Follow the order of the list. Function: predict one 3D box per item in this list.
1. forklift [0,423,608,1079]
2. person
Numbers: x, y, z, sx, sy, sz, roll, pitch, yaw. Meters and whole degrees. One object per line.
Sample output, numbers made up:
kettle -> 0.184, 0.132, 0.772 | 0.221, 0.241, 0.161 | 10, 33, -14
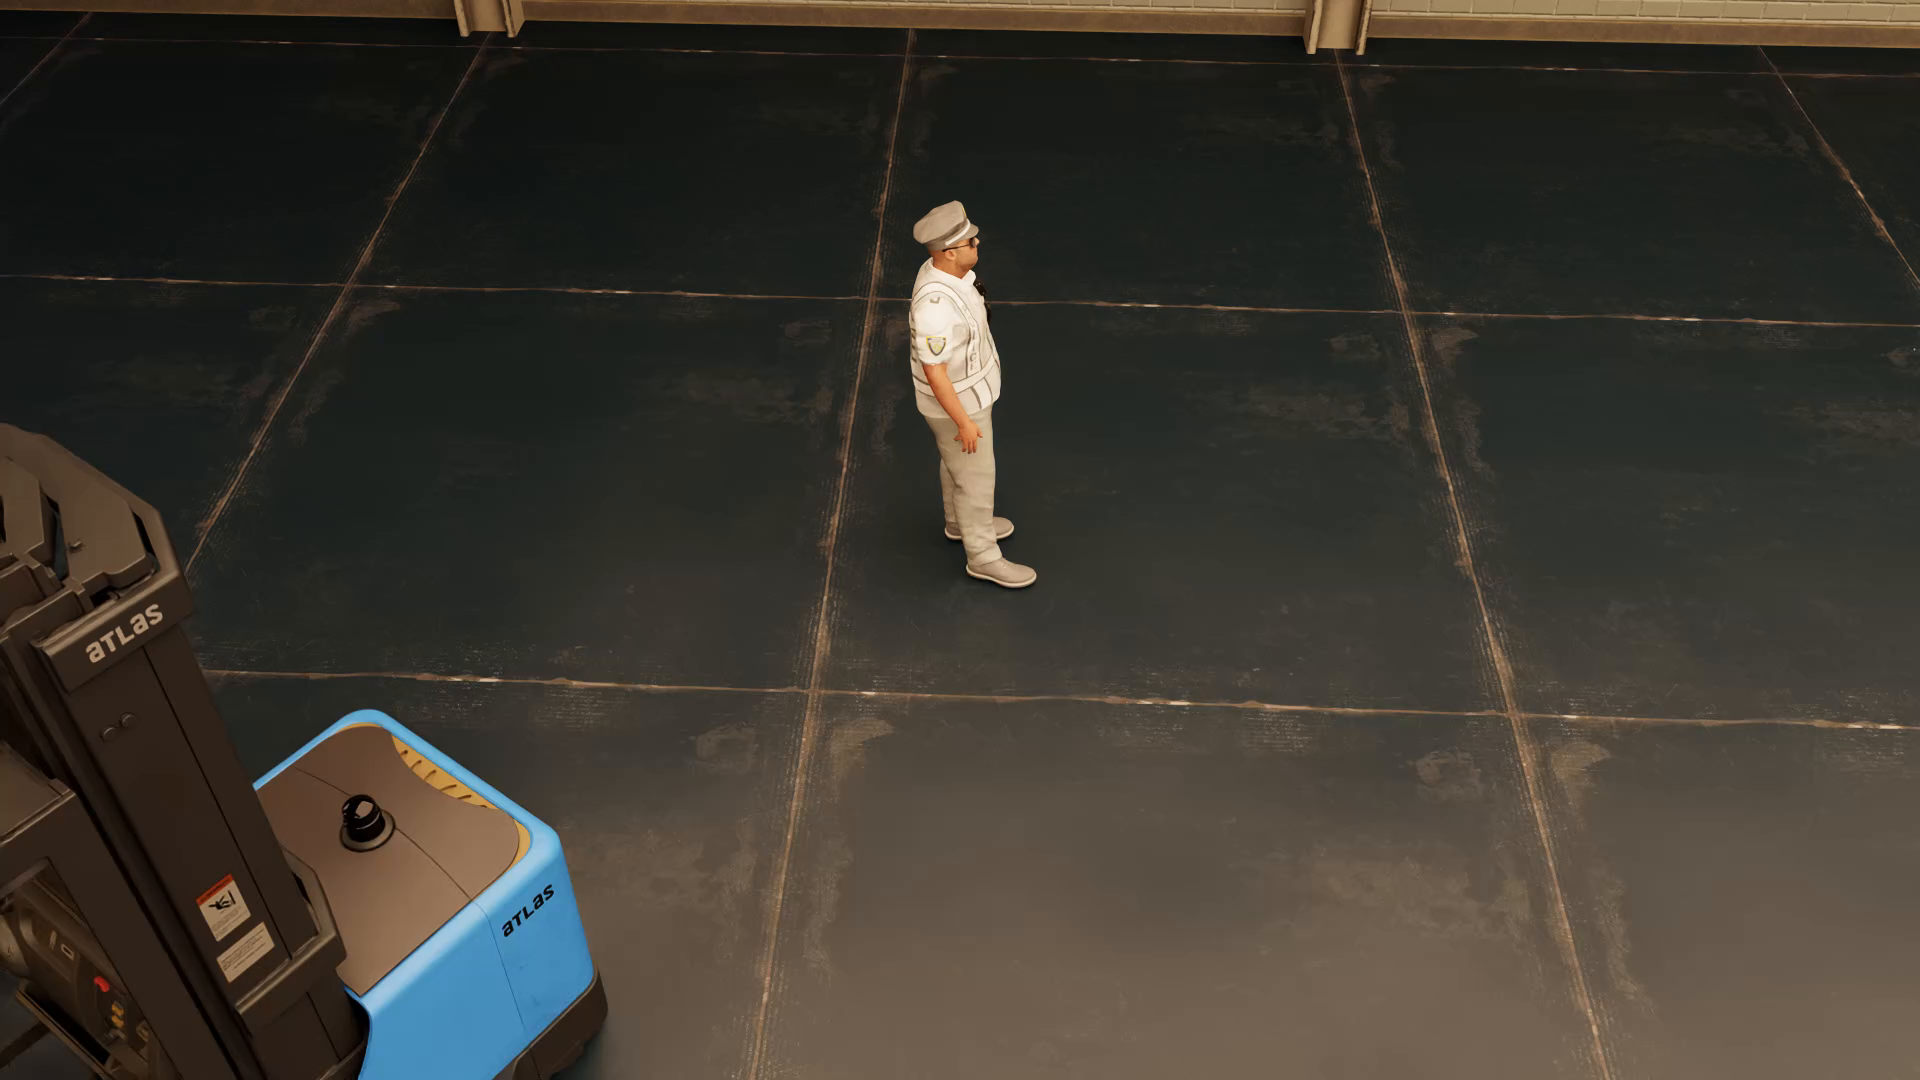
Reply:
forklift -> -2.543, 1.258, 4.364 | 1.130, 2.935, 3.031 | 27, 49, 26
person -> 0.077, -0.652, 7.300 | 0.575, 1.778, 0.640 | 2, 42, 2
